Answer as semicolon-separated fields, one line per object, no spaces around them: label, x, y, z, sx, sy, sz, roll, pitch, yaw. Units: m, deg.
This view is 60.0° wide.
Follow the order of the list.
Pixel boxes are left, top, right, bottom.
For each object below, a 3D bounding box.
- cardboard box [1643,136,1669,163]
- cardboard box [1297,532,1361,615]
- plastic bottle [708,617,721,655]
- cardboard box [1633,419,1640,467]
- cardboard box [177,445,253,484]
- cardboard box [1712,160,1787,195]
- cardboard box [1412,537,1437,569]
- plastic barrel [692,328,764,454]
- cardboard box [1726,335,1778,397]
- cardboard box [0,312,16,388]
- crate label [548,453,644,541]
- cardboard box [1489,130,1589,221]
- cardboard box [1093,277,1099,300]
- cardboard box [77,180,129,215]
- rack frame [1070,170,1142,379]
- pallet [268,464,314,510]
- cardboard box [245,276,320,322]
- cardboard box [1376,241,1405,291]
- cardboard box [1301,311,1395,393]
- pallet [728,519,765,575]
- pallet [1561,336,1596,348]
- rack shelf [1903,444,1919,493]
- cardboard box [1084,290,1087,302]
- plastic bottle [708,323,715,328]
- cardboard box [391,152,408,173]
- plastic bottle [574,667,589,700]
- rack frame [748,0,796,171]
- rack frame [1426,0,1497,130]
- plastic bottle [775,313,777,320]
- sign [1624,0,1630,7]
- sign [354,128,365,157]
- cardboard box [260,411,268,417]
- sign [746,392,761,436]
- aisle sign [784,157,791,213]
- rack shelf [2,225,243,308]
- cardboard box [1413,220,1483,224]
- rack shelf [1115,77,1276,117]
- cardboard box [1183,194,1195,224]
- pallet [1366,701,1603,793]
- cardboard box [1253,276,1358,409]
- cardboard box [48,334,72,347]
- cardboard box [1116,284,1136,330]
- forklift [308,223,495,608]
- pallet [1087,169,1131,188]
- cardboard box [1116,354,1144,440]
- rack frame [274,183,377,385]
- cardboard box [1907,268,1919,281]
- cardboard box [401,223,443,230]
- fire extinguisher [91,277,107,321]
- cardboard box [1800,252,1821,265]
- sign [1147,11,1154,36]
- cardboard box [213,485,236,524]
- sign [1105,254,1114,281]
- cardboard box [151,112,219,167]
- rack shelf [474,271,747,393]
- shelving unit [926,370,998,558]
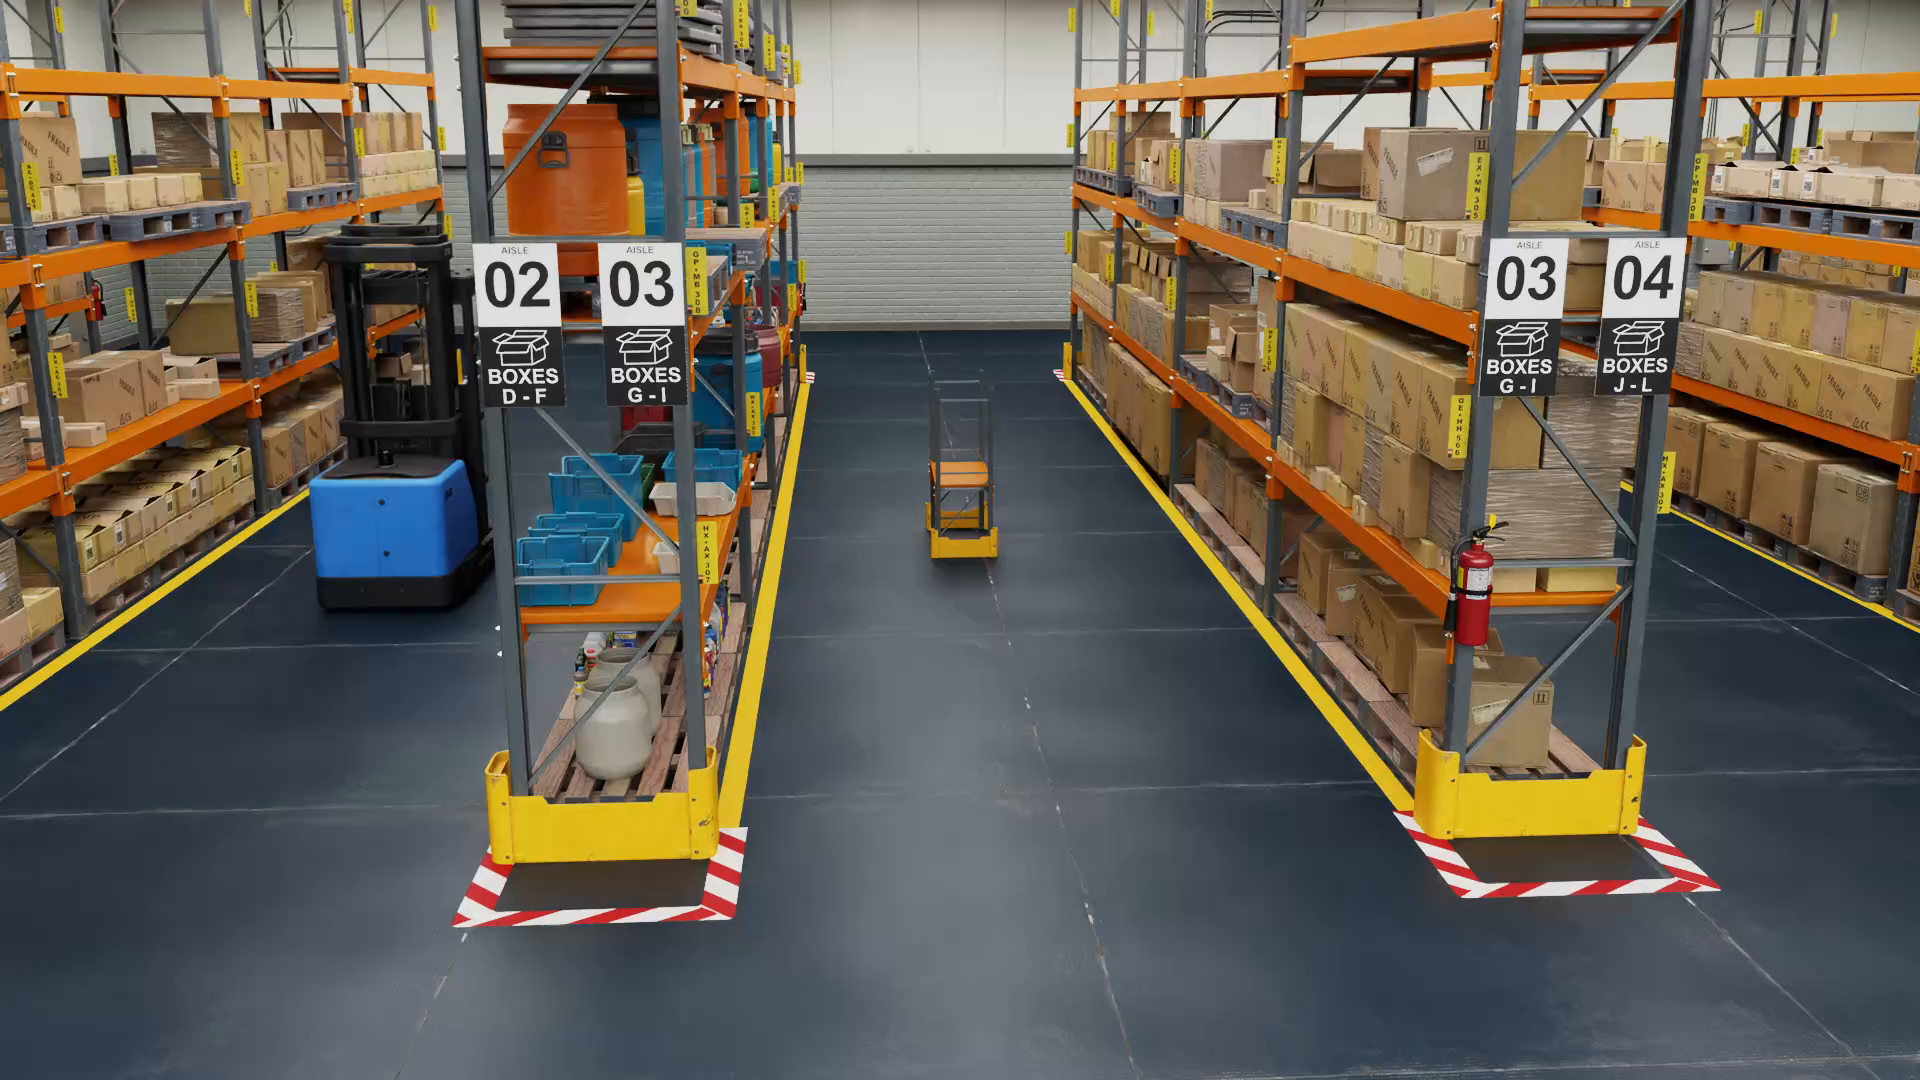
cardboard box;7.245;-4.006;17.045;0.396;0.266;0.258;-1;14;-3
cardboard box;2.852;0.243;12.460;0.500;0.500;0.500;-1;14;-5
plastic bottle;-1.711;0.642;11.317;0.152;0.276;0.135;-1;14;-2
cardboard box;7.274;-1.063;17.536;0.500;0.500;0.500;-1;14;-4
cardboard box;-6.990;-0.724;15.594;0.500;0.311;0.500;-1;14;-2
cardboard box;7.401;-3.389;15.516;0.500;0.311;0.500;-1;14;-3
cardboard box;2.809;0.061;9.498;0.380;0.149;0.250;-1;14;-3
plastic barrel;-1.798;-1.131;12.622;0.600;0.901;0.708;-1;14;-3
cardboard box;7.399;-1.591;15.215;0.500;0.500;0.500;-1;14;-3
cardboard box;-6.987;-1.279;11.396;0.700;0.500;0.500;-1;14;-3
crate label;-2.213;-0.264;10.185;0.502;0.435;0.616;-1;14;-3
cardboard box;3.292;-2.130;9.689;0.500;0.500;0.500;-1;14;-4
cardboard box;2.016;-3.287;21.709;0.500;0.250;0.500;-1;14;-2
cardboard box;-7.078;-2.772;13.443;0.500;0.250;0.500;-2;15;-8
rack frame;2.123;-3.849;24.189;1.000;3.000;0.127;-1;14;-3
pallet;-7.277;-0.543;16.937;1.003;0.211;1.213;-1;14;-3
cardboard box;-7.604;-2.663;18.535;0.700;0.500;0.500;1;14;5
cardboard box;2.774;-1.617;9.797;0.500;0.250;0.500;-1;14;-2
cardboard box;2.674;-1.301;11.482;0.500;0.500;0.500;-1;14;-3
pallet;-2.243;0.064;14.579;1.003;0.211;1.213;-1;14;-3
pallet;7.412;-2.309;18.591;1.003;0.211;1.213;-1;14;-3
rack shelf;7.948;-0.070;10.946;1.077;0.370;4.000;-1;14;-3
cardboard box;1.898;-3.314;22.615;0.380;0.149;0.250;-1;14;-4
plastic bottle;-2.716;-2.231;18.159;0.097;0.271;0.097;0;14;0
cardboard box;-7.382;-4.822;21.250;0.500;0.250;0.500;-1;14;-3
plastic bottle;-2.380;0.899;10.469;0.097;0.201;0.097;0;14;0
rack frame;-2.820;-6.678;23.144;1.000;3.000;0.127;-1;14;-3
rack frame;7.080;-6.806;23.641;1.000;3.000;0.127;-1;14;-3
plastic bottle;-2.203;-2.534;19.326;0.152;0.276;0.135;-1;14;-3
sign;7.881;-6.350;19.678;0.100;0.325;0.005;-1;14;-3
sign;-6.963;-4.605;19.281;0.100;0.325;0.005;-1;14;-3
cardboard box;-7.592;-1.067;17.512;0.500;0.500;0.500;-1;14;-5
sign;-1.527;-0.928;12.281;0.100;0.325;0.005;-1;14;-3
aisle sign;-2.532;-5.054;23.655;0.394;0.787;0.004;-1;14;-3
rack shelf;-7.145;-2.314;13.648;1.077;0.370;4.000;-1;14;-3
cardboard box;2.830;-1.765;9.573;0.380;0.149;0.250;-1;14;-3
rack shelf;2.495;-4.720;17.781;1.077;0.370;4.000;-1;14;-3
cardboard box;2.394;-3.118;15.632;0.500;0.250;0.500;-1;14;-2
pallet;3.095;1.259;9.932;1.003;0.211;1.213;-1;14;-3
cardboard box;2.957;-1.558;13.239;1.000;1.000;1.000;-1;14;-3
cardboard box;-12.375;-2.725;22.692;0.380;0.149;0.250;-1;14;-4
cardboard box;2.150;-2.784;19.851;0.500;0.500;0.500;-1;14;-3
forklift;-4.562;-1.206;14.055;1.130;2.935;3.031;-1;14;-3
pallet;2.258;-4.770;21.928;1.003;0.211;1.213;-1;14;-3
cardboard box;2.487;-1.647;19.054;1.225;0.875;0.875;-1;14;-5
rack frame;-7.516;-2.702;19.732;1.000;3.000;0.127;-1;14;-3
cardboard box;12.003;-3.426;20.338;0.500;0.500;0.500;-1;14;-3
cardboard box;-7.462;-4.123;23.047;0.500;0.500;0.500;-1;14;-4
fire extinguisher;-12.257;-3.446;23.527;0.296;0.674;0.183;-1;14;-3
cardboard box;11.870;-4.030;22.687;0.500;0.500;0.500;-1;14;-3
sign;2.666;-7.250;23.334;0.100;0.325;0.005;-1;14;-3
cardboard box;-6.957;-0.324;15.164;0.500;0.250;0.500;-1;14;-4
sign;1.817;-3.303;20.170;0.100;0.325;0.005;-1;14;-3
cardboard box;-7.289;-3.801;15.777;0.500;0.500;0.500;-1;14;-3
rack shelf;-1.953;-1.395;10.075;1.077;0.370;4.000;-1;14;-3
shelving unit;0.005;-0.707;14.989;0.587;1.500;1.083;-1;14;-3
